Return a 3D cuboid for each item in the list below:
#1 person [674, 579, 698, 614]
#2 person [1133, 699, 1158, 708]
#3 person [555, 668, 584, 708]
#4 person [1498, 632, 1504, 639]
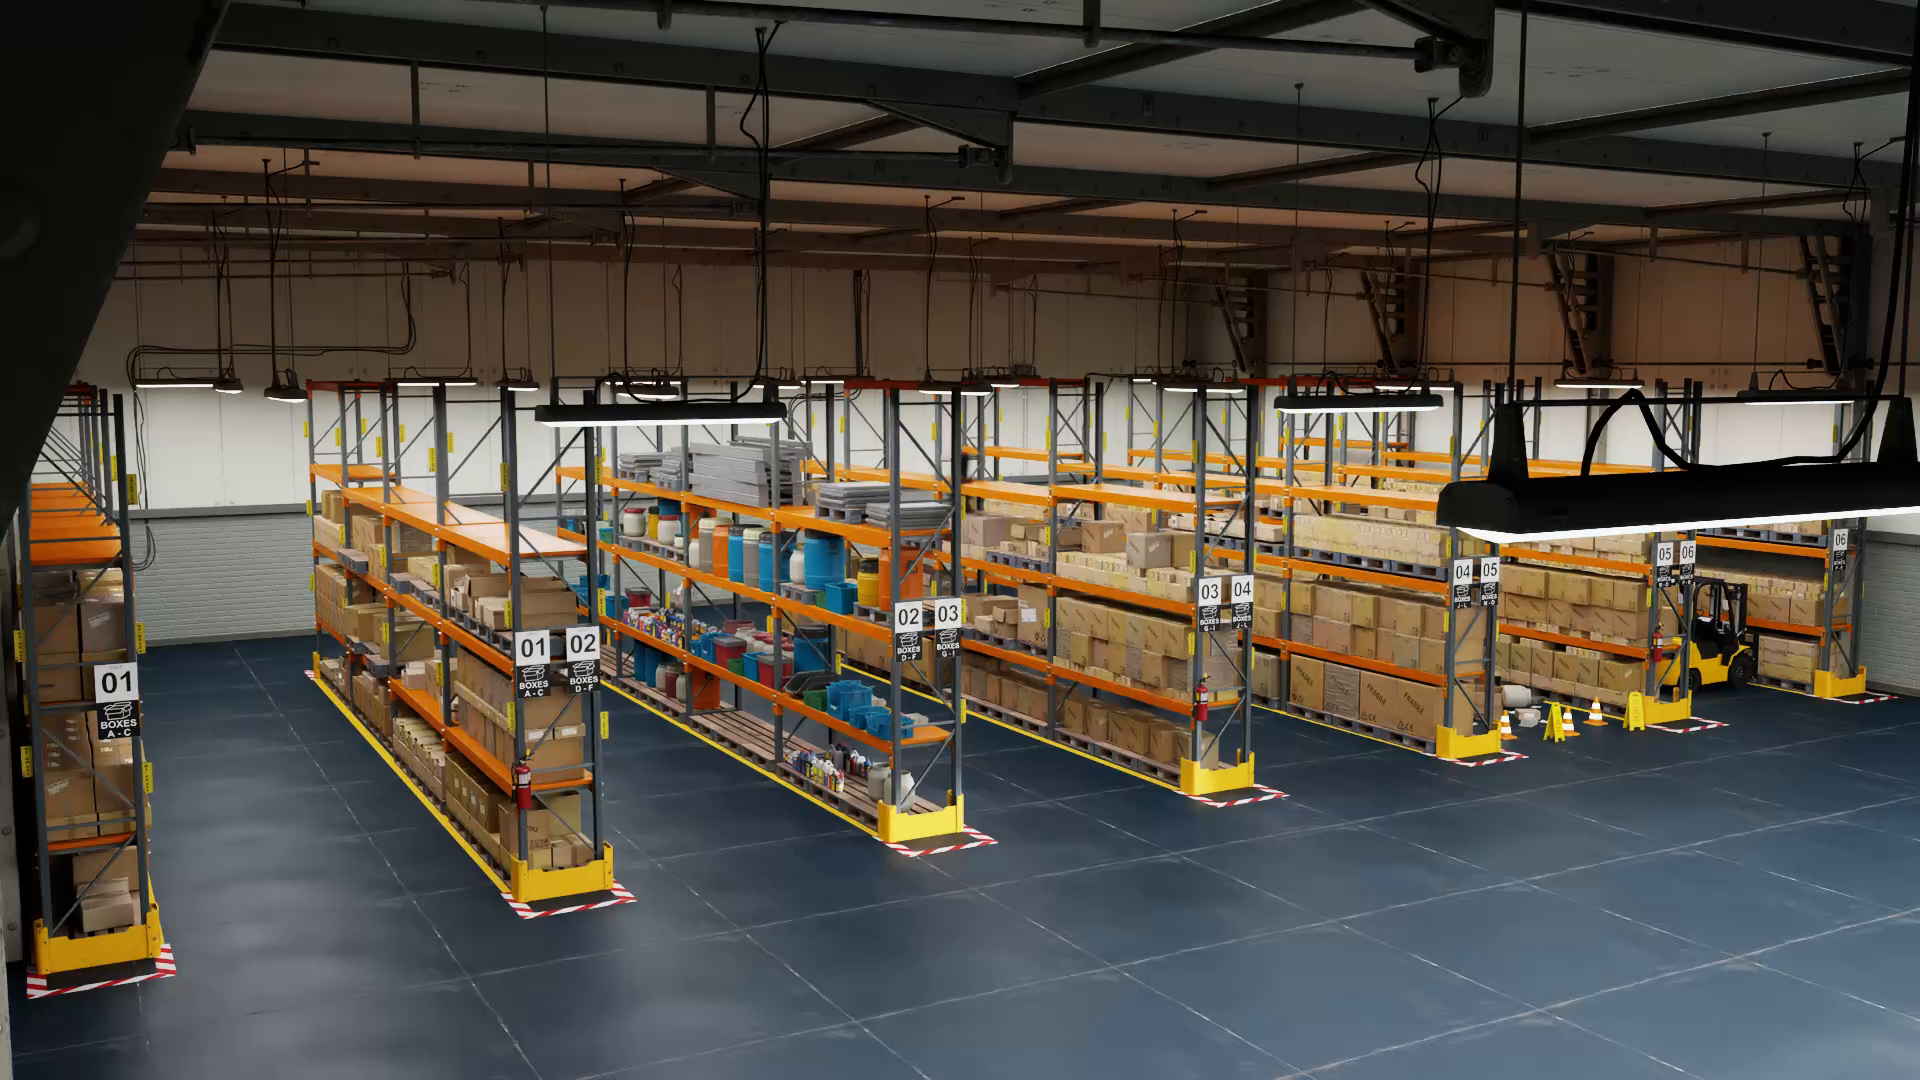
[{"bbox_3d":[-6.544,1.514,38.683,1.052,1.376,0.521,0,6,1],"label":"person"},{"bbox_3d":[3.448,2.267,30.757,0.595,1.562,1.068,-3,7,-22],"label":"person"},{"bbox_3d":[-6.567,2.455,28.291,0.674,1.760,0.661,-4,7,-34],"label":"person"},{"bbox_3d":[11.278,1.909,34.890,0.600,1.471,0.828,-5,8,-41],"label":"person"}]
